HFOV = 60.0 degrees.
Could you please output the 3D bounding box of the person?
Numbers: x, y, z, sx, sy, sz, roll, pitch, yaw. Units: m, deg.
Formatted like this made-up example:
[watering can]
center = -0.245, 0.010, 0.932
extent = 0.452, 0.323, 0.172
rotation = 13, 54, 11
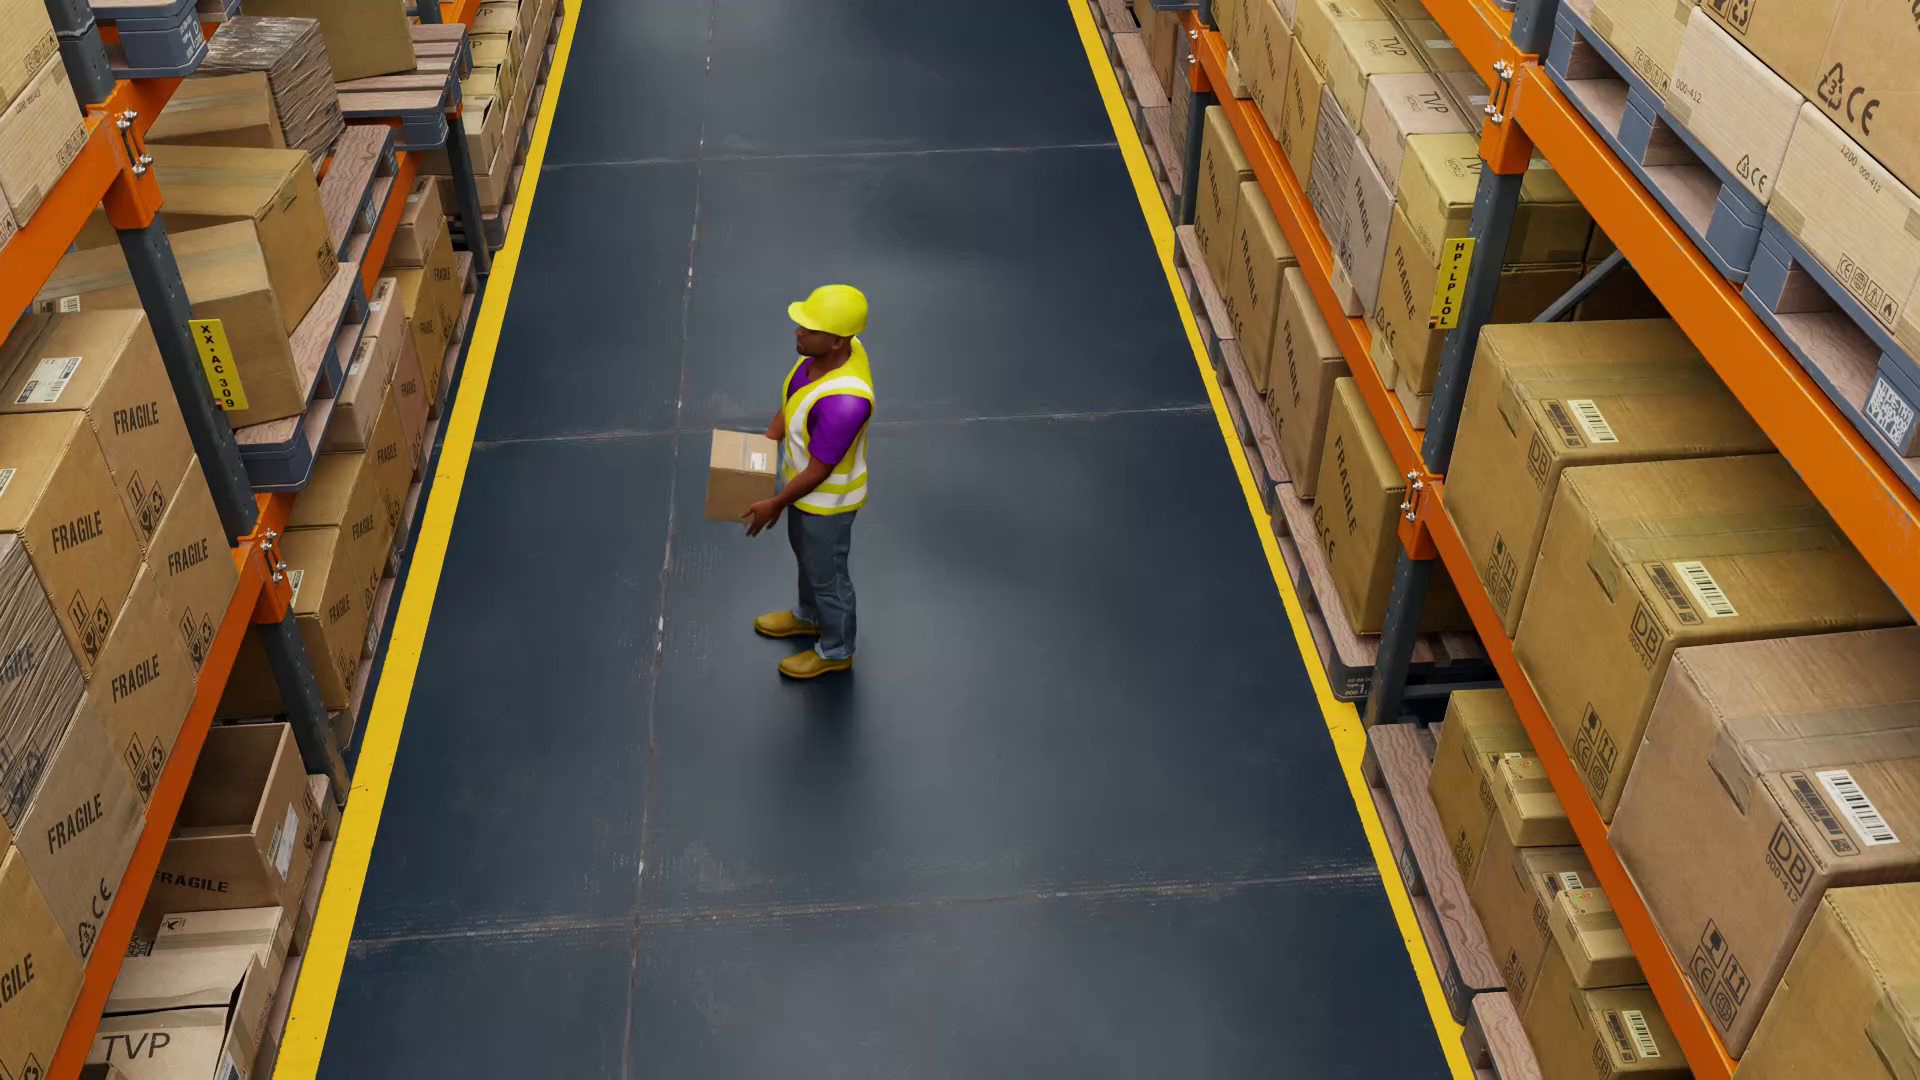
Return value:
[person]
center = -0.589, -0.199, 6.376
extent = 0.538, 1.772, 0.565
rotation = -8, 40, -9
